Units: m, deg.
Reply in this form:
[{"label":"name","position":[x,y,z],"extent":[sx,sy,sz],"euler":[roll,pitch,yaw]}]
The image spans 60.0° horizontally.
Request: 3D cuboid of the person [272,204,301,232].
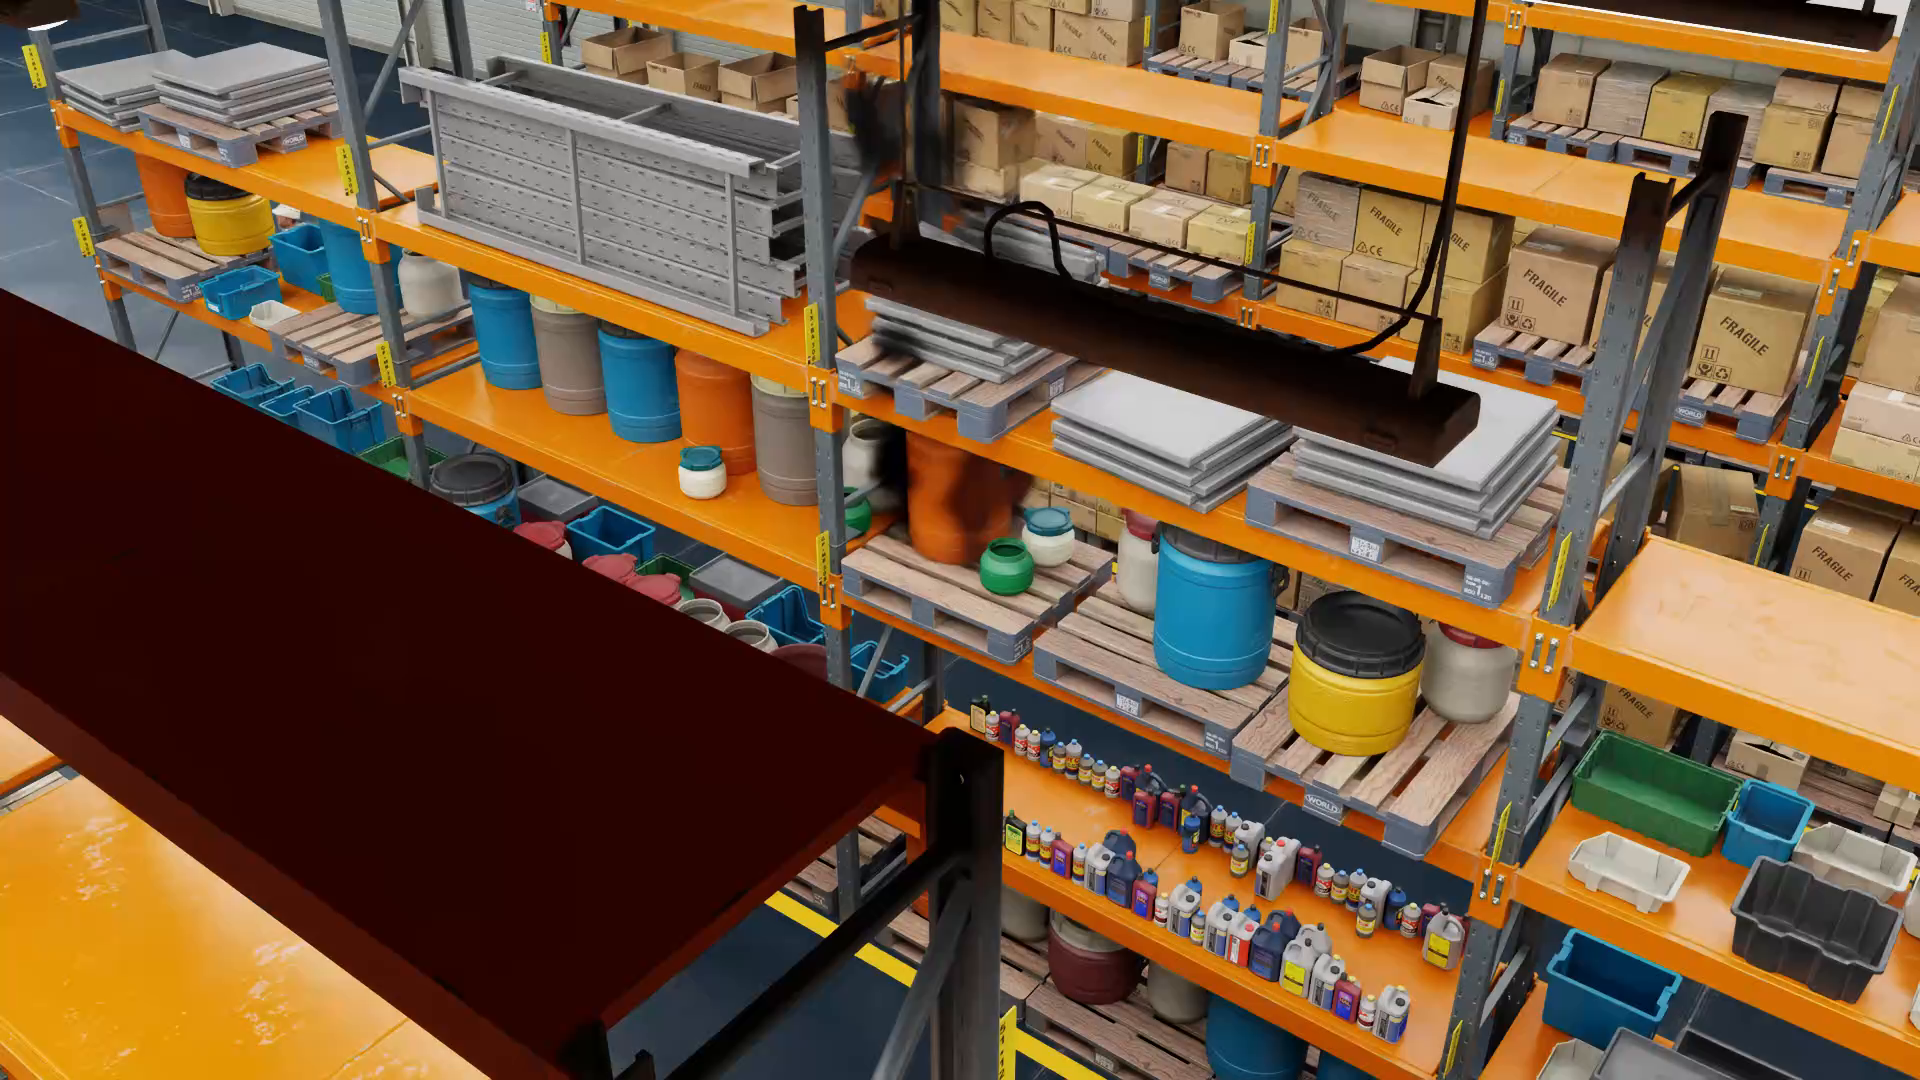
[{"label":"person","position":[-7.195,-2.885,18.332],"extent":[0.764,1.772,0.684],"euler":[-13,34,-20]}]
